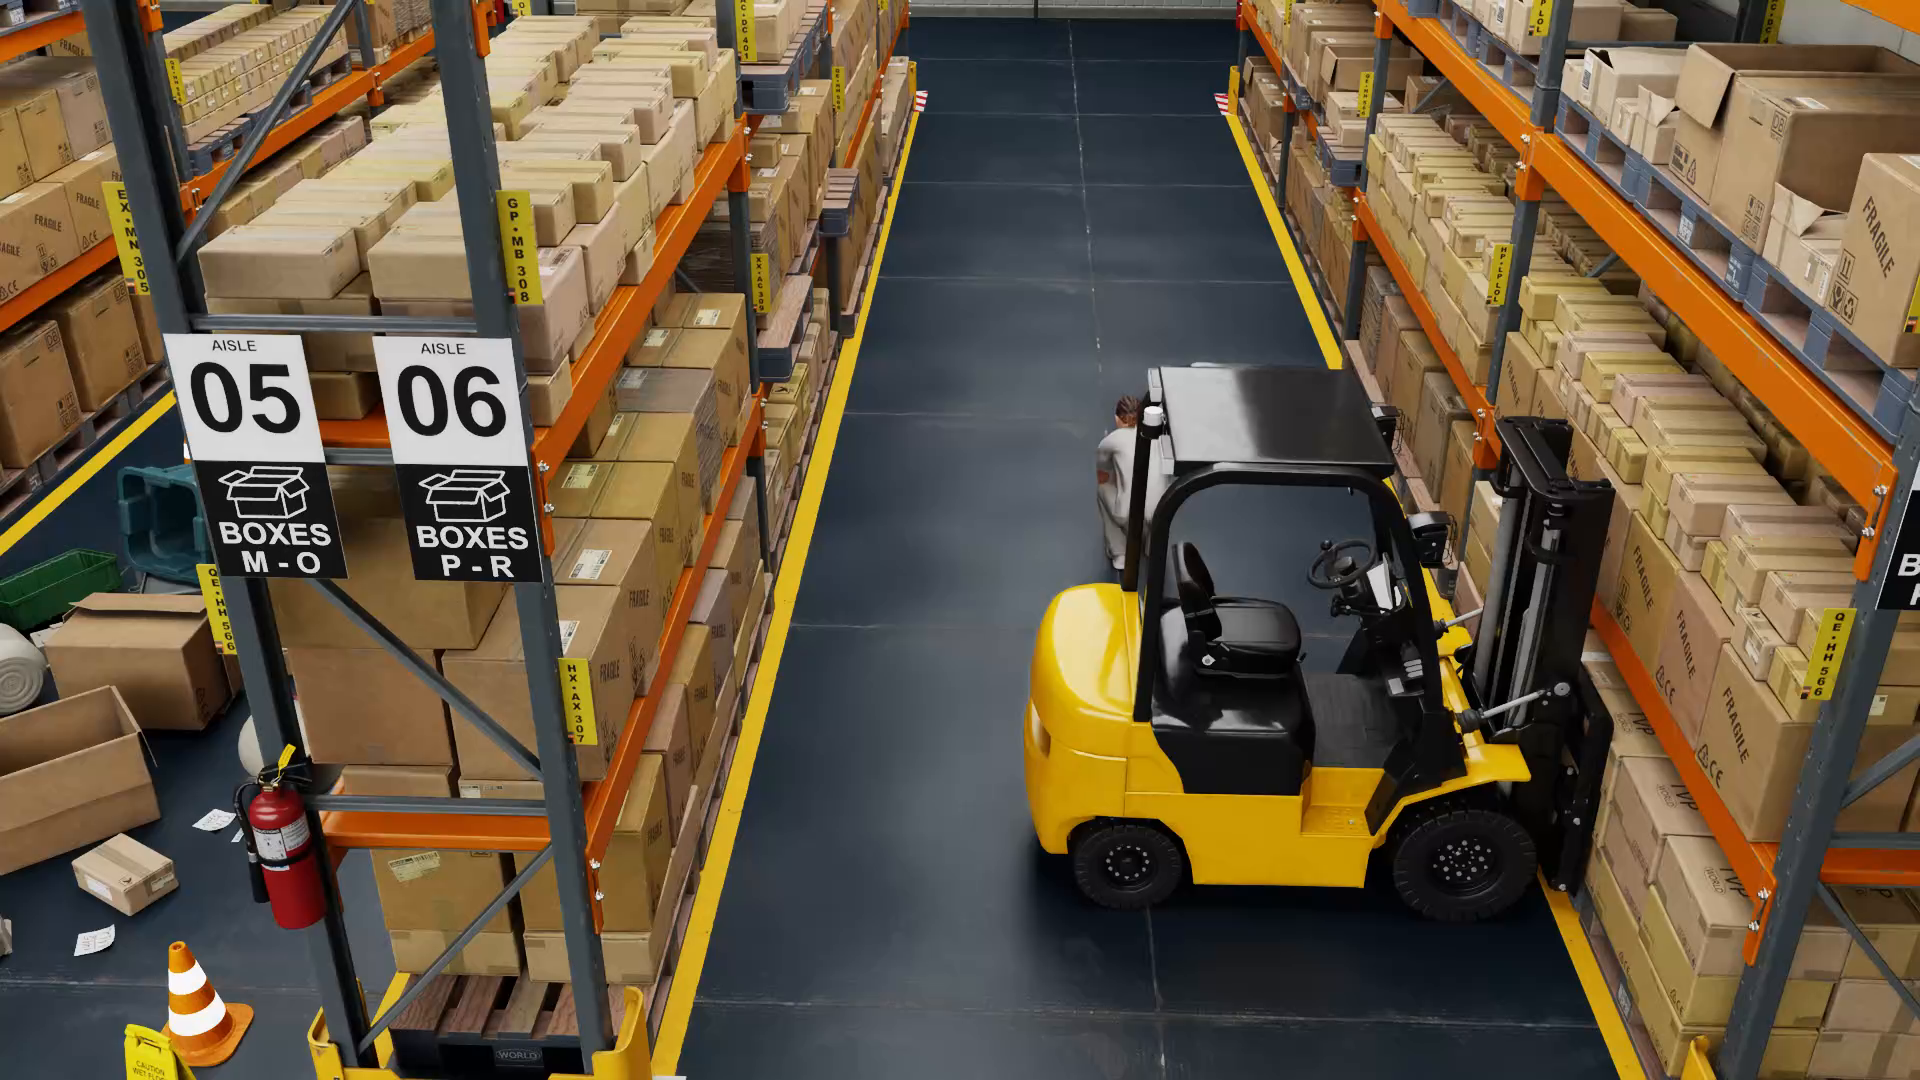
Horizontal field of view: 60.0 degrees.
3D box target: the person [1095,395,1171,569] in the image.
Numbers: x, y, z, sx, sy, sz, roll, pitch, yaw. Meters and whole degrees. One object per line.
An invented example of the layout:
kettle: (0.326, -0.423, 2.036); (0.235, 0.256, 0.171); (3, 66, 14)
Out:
person: (1.067, -0.350, 10.076); (0.490, 0.932, 0.805); (1, 28, 2)
